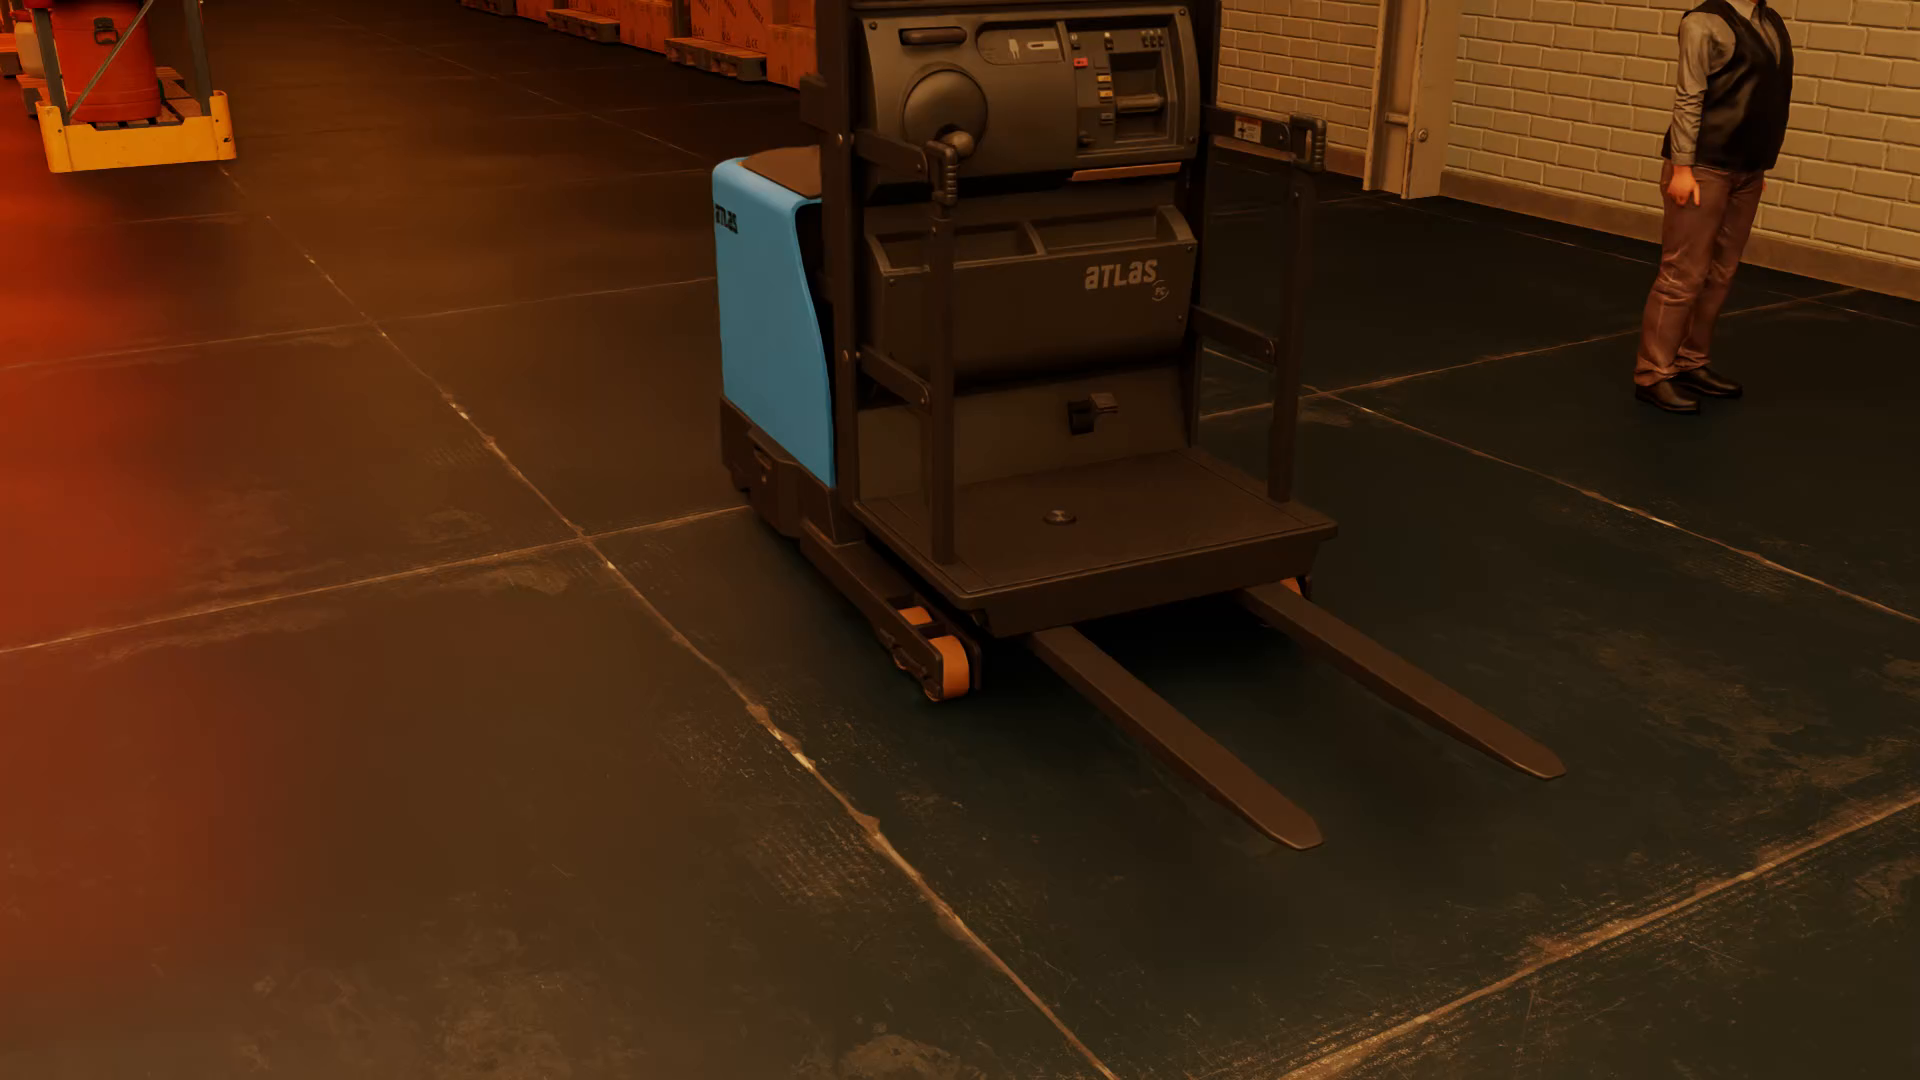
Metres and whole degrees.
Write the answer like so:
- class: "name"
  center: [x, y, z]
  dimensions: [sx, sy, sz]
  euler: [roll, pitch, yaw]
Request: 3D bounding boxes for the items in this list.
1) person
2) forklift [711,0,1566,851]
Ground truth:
- class: "person"
  center: [2.833, -1.366, 6.199]
  dimensions: [0.526, 1.725, 0.368]
  euler: [-16, 27, -34]
- class: "forklift"
  center: [0.290, -1.141, 4.054]
  dimensions: [1.130, 2.935, 3.031]
  euler: [-10, 24, -23]
